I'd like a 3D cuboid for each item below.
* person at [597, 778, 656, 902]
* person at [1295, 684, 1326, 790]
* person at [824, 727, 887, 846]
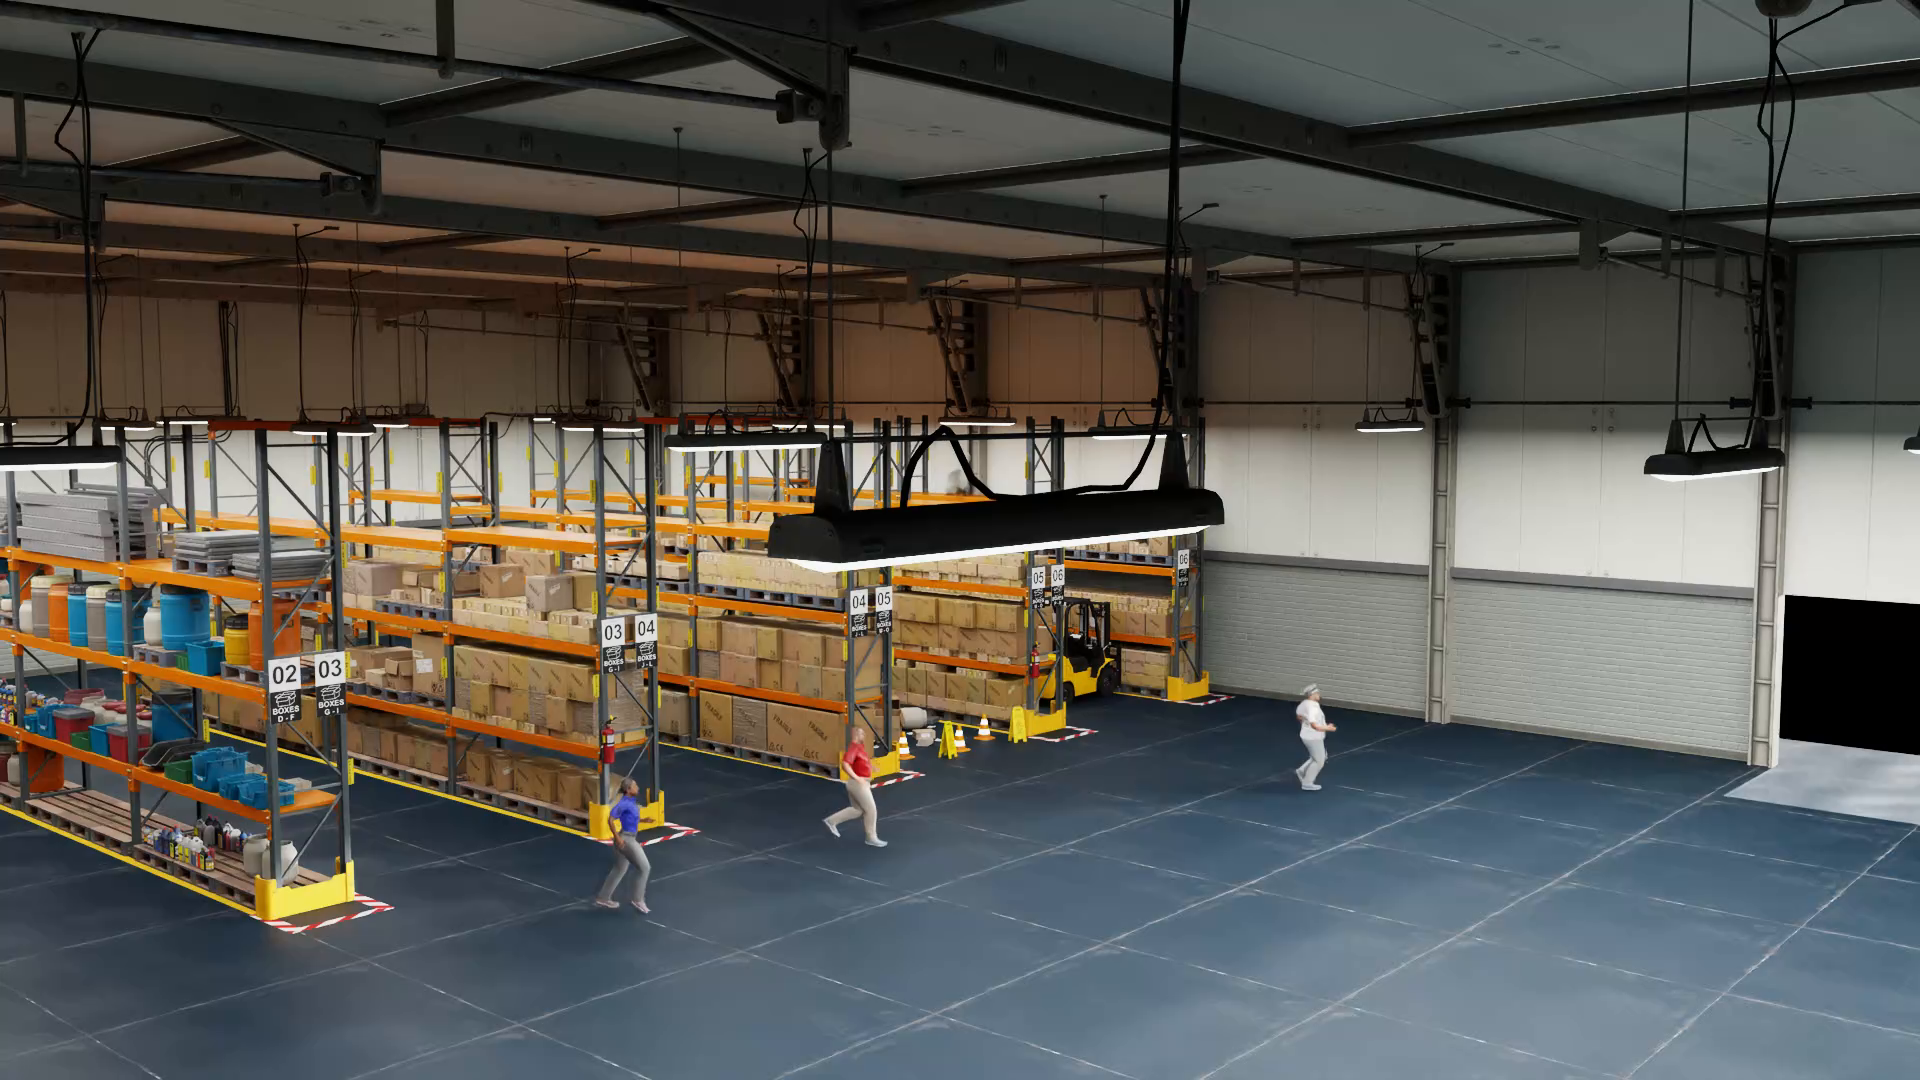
[{"bbox_3d":[-4.142,3.716,20.662,0.736,1.537,0.562,-2,5,-18],"label":"person"},{"bbox_3d":[5.728,3.203,27.113,0.450,1.736,0.459,0,5,-2],"label":"person"},{"bbox_3d":[-1.490,3.521,23.693,0.902,1.731,0.663,-1,5,-8],"label":"person"}]
